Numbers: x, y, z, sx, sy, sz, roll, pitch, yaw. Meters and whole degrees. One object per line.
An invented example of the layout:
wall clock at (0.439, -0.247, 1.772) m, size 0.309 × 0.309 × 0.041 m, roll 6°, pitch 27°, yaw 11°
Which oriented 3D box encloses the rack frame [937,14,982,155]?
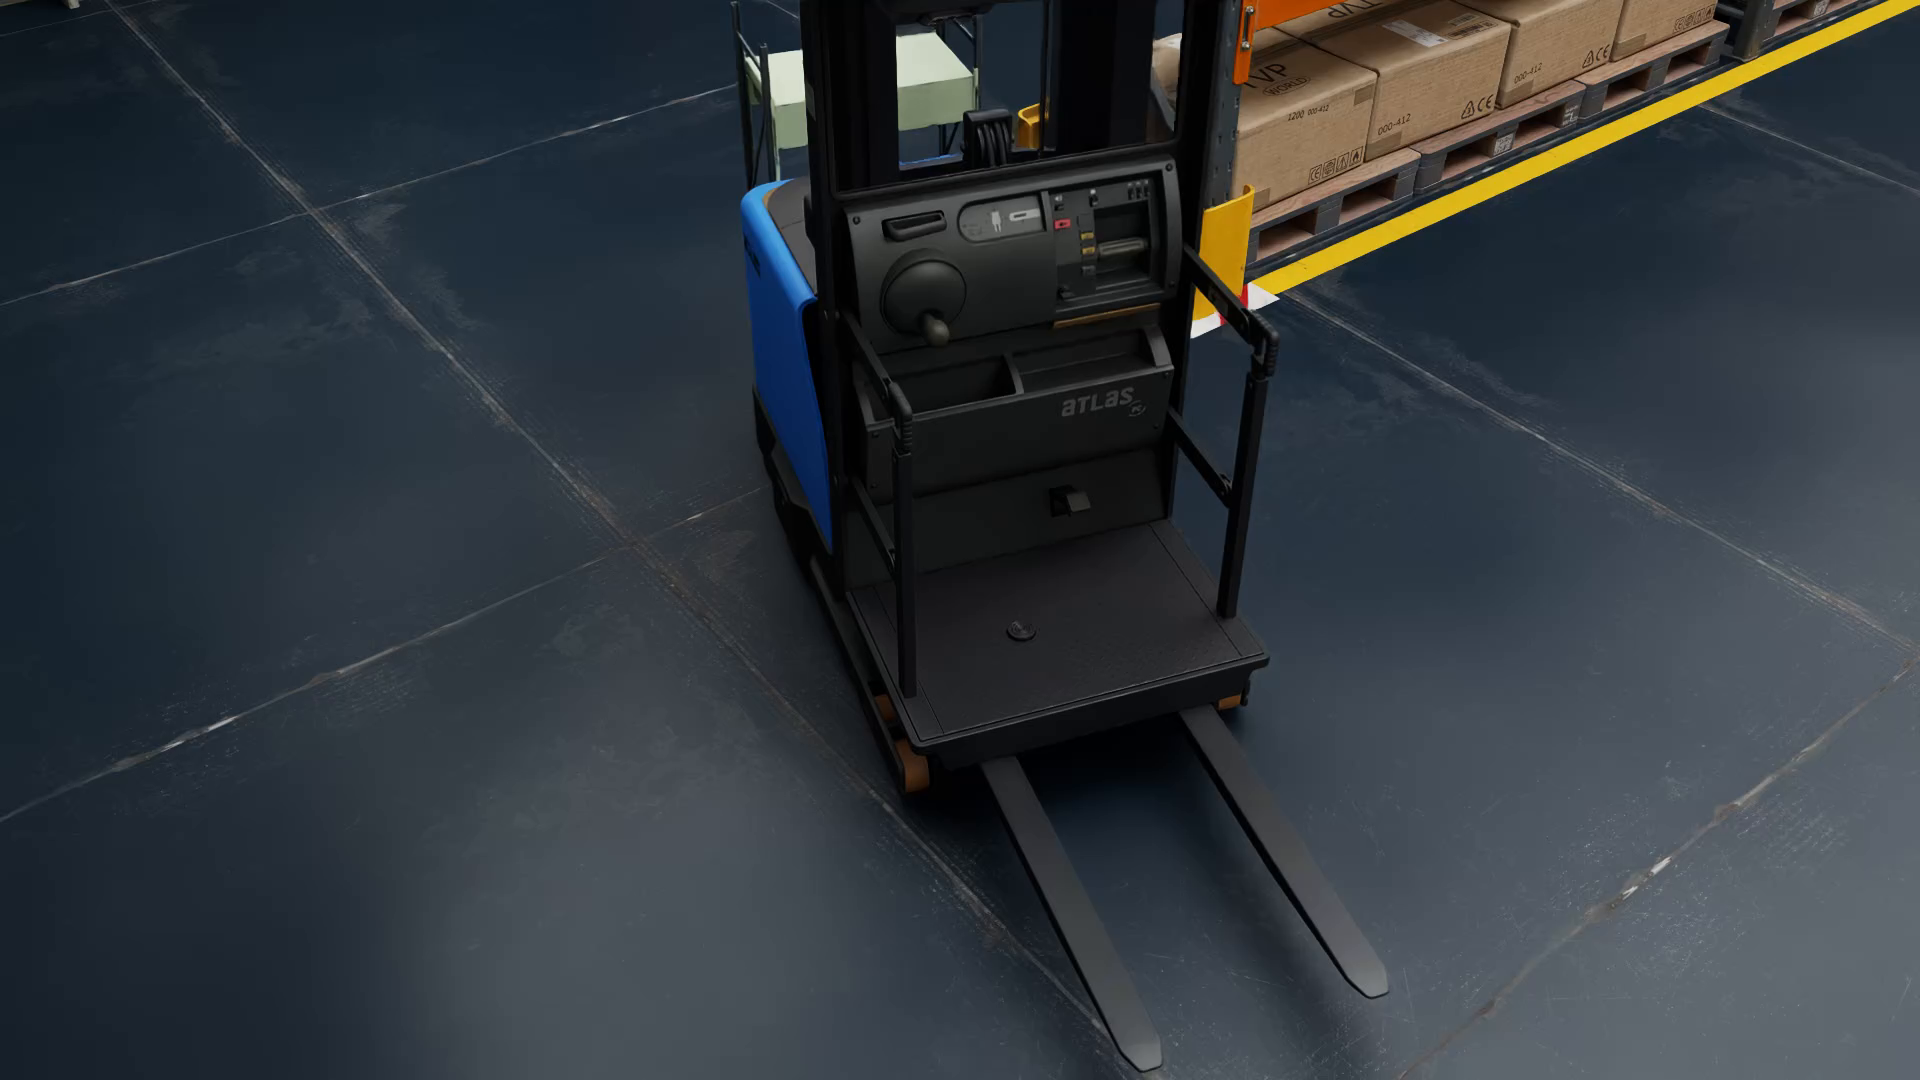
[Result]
rack frame at (-0.005, -1.269, 6.115) m, size 0.023 × 1.500 × 0.400 m, roll -13°, pitch 41°, yaw -15°

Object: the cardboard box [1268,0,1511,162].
cardboard box at (1.919, -2.249, 7.816) m, size 0.875 × 0.438 × 0.875 m, roll -25°, pitch 45°, yaw -27°

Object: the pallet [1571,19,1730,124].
pallet at (3.257, -2.627, 8.787) m, size 1.213 × 0.211 × 1.003 m, roll -26°, pitch 46°, yaw -28°

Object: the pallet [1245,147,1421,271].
pallet at (1.323, -1.684, 7.637) m, size 1.213 × 0.211 × 1.003 m, roll -26°, pitch 46°, yaw -28°

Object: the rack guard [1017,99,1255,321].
rack guard at (0.717, -1.439, 7.109) m, size 0.348 × 0.500 × 1.175 m, roll -26°, pitch 46°, yaw -28°

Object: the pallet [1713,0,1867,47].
pallet at (4.474, -3.218, 9.506) m, size 1.213 × 0.211 × 1.003 m, roll -26°, pitch 46°, yaw -28°

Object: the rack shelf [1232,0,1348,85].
rack shelf at (2.322, -2.909, 7.498) m, size 4.000 × 0.370 × 1.077 m, roll -26°, pitch 46°, yaw -28°

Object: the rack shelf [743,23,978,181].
rack shelf at (-0.349, -1.491, 5.770) m, size 0.720 × 0.370 × 0.431 m, roll -13°, pitch 41°, yaw -15°

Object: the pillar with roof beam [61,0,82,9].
pillar with roof beam at (-2.355, -4.475, 4.110) m, size 0.400 × 9.000 × 9.100 m, roll -26°, pitch 46°, yaw -28°

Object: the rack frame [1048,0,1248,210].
rack frame at (0.736, -2.414, 6.328) m, size 0.127 × 3.000 × 1.000 m, roll -26°, pitch 46°, yaw -28°

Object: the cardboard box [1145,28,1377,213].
cardboard box at (1.199, -1.891, 7.380) m, size 0.875 × 0.438 × 0.875 m, roll -28°, pitch 47°, yaw -29°

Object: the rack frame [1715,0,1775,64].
rack frame at (3.908, -3.960, 8.212) m, size 0.127 × 3.000 × 1.000 m, roll -26°, pitch 46°, yaw -28°

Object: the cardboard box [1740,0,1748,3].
cardboard box at (4.351, -3.581, 9.094) m, size 0.875 × 0.875 × 0.875 m, roll -25°, pitch 45°, yaw -27°

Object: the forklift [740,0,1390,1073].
forklift at (0.231, -0.693, 4.284) m, size 1.130 × 2.935 × 3.031 m, roll -13°, pitch 41°, yaw -15°

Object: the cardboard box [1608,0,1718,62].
cardboard box at (3.345, -2.943, 8.662) m, size 0.875 × 0.438 × 0.875 m, roll -27°, pitch 46°, yaw -29°

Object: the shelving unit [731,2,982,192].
shelving unit at (-0.349, -1.190, 6.018) m, size 0.755 × 1.500 × 0.431 m, roll -13°, pitch 41°, yaw -15°

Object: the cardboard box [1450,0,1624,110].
cardboard box at (2.635, -2.597, 8.240) m, size 0.875 × 0.438 × 0.875 m, roll -27°, pitch 47°, yaw -29°

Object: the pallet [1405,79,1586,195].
pallet at (2.289, -2.153, 8.209) m, size 1.213 × 0.211 × 1.003 m, roll -26°, pitch 46°, yaw -28°

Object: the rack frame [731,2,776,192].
rack frame at (-0.692, -1.110, 5.921) m, size 0.023 × 1.500 × 0.400 m, roll -13°, pitch 41°, yaw -15°
